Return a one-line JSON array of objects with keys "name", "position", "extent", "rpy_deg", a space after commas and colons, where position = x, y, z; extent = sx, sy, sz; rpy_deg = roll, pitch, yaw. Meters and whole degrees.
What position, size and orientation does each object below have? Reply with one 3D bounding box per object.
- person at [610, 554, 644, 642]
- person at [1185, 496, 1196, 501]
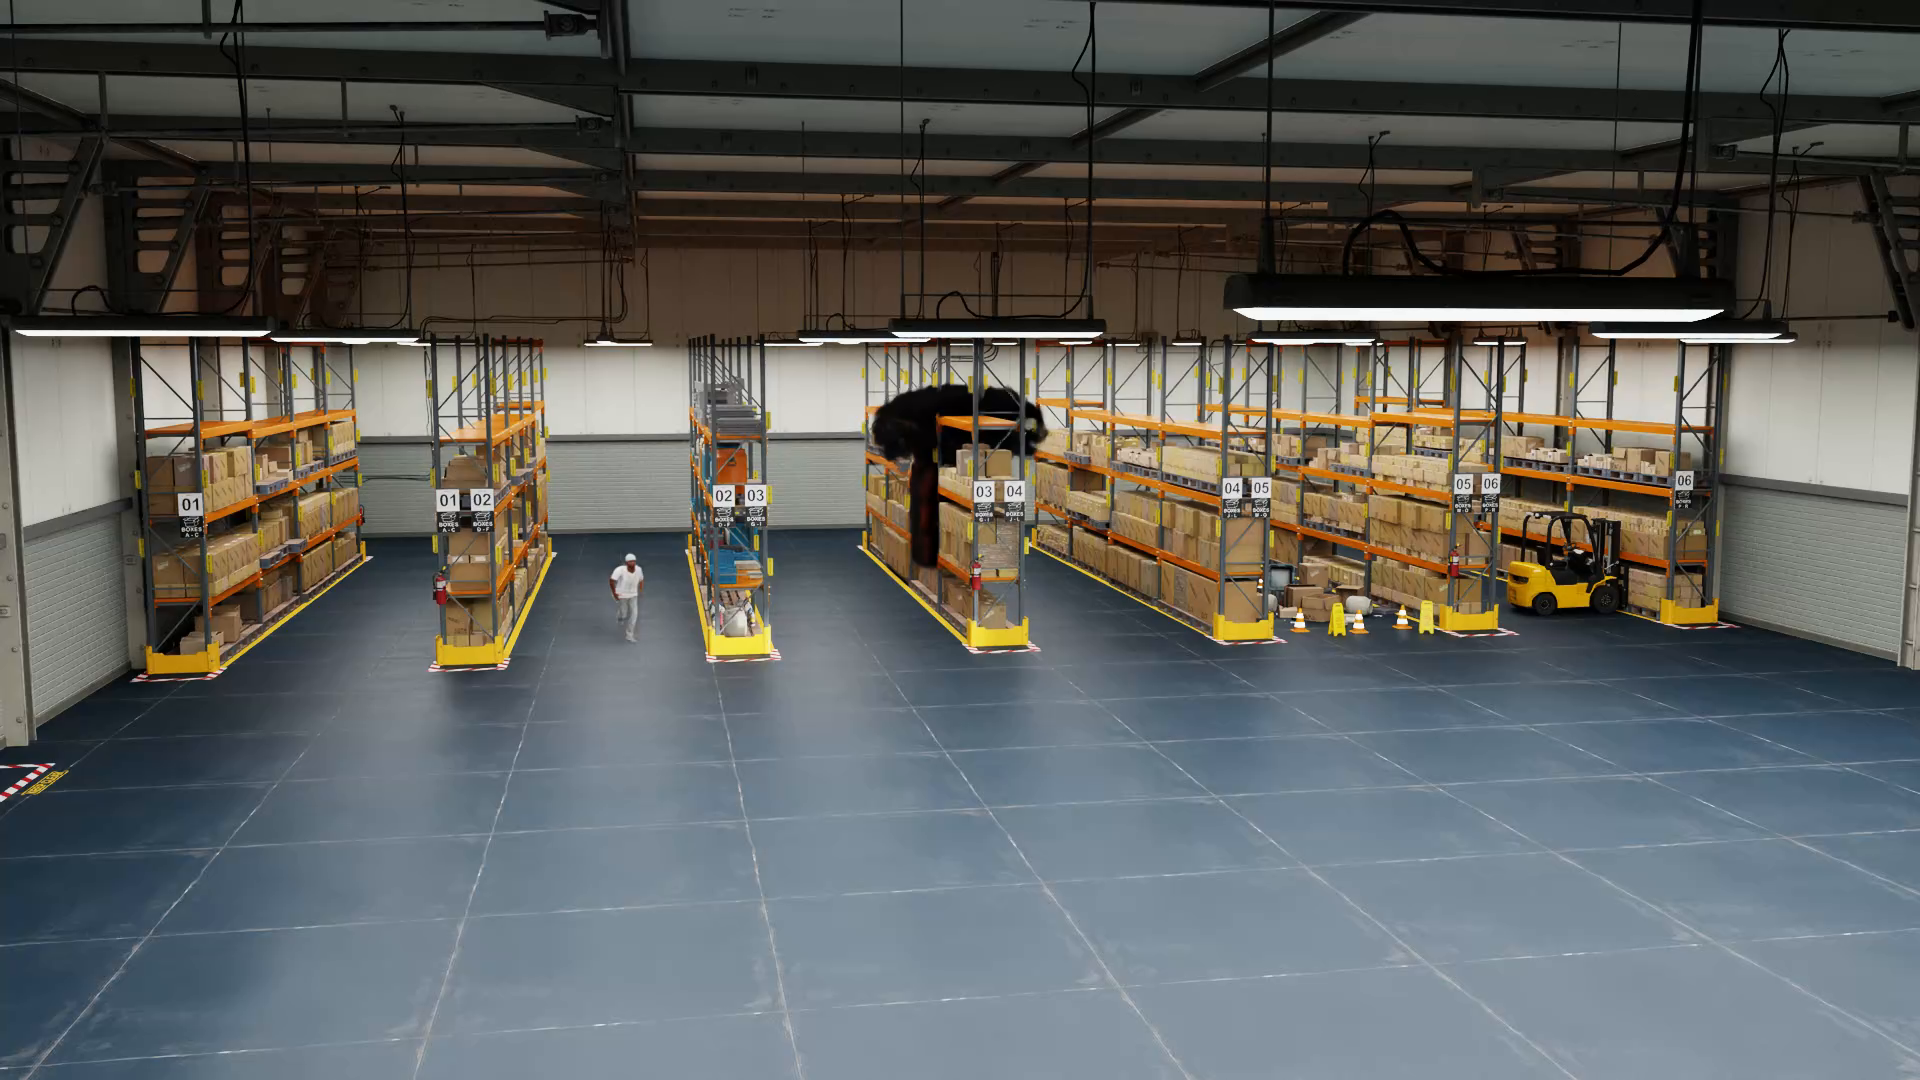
[{"name": "person", "position": [-6.597, 1.124, 32.931], "extent": [0.712, 1.743, 0.875], "rpy_deg": [-4, 8, -30]}, {"name": "person", "position": [7.305, -1.140, 52.598], "extent": [0.772, 1.758, 0.546], "rpy_deg": [-4, 8, -30]}]
